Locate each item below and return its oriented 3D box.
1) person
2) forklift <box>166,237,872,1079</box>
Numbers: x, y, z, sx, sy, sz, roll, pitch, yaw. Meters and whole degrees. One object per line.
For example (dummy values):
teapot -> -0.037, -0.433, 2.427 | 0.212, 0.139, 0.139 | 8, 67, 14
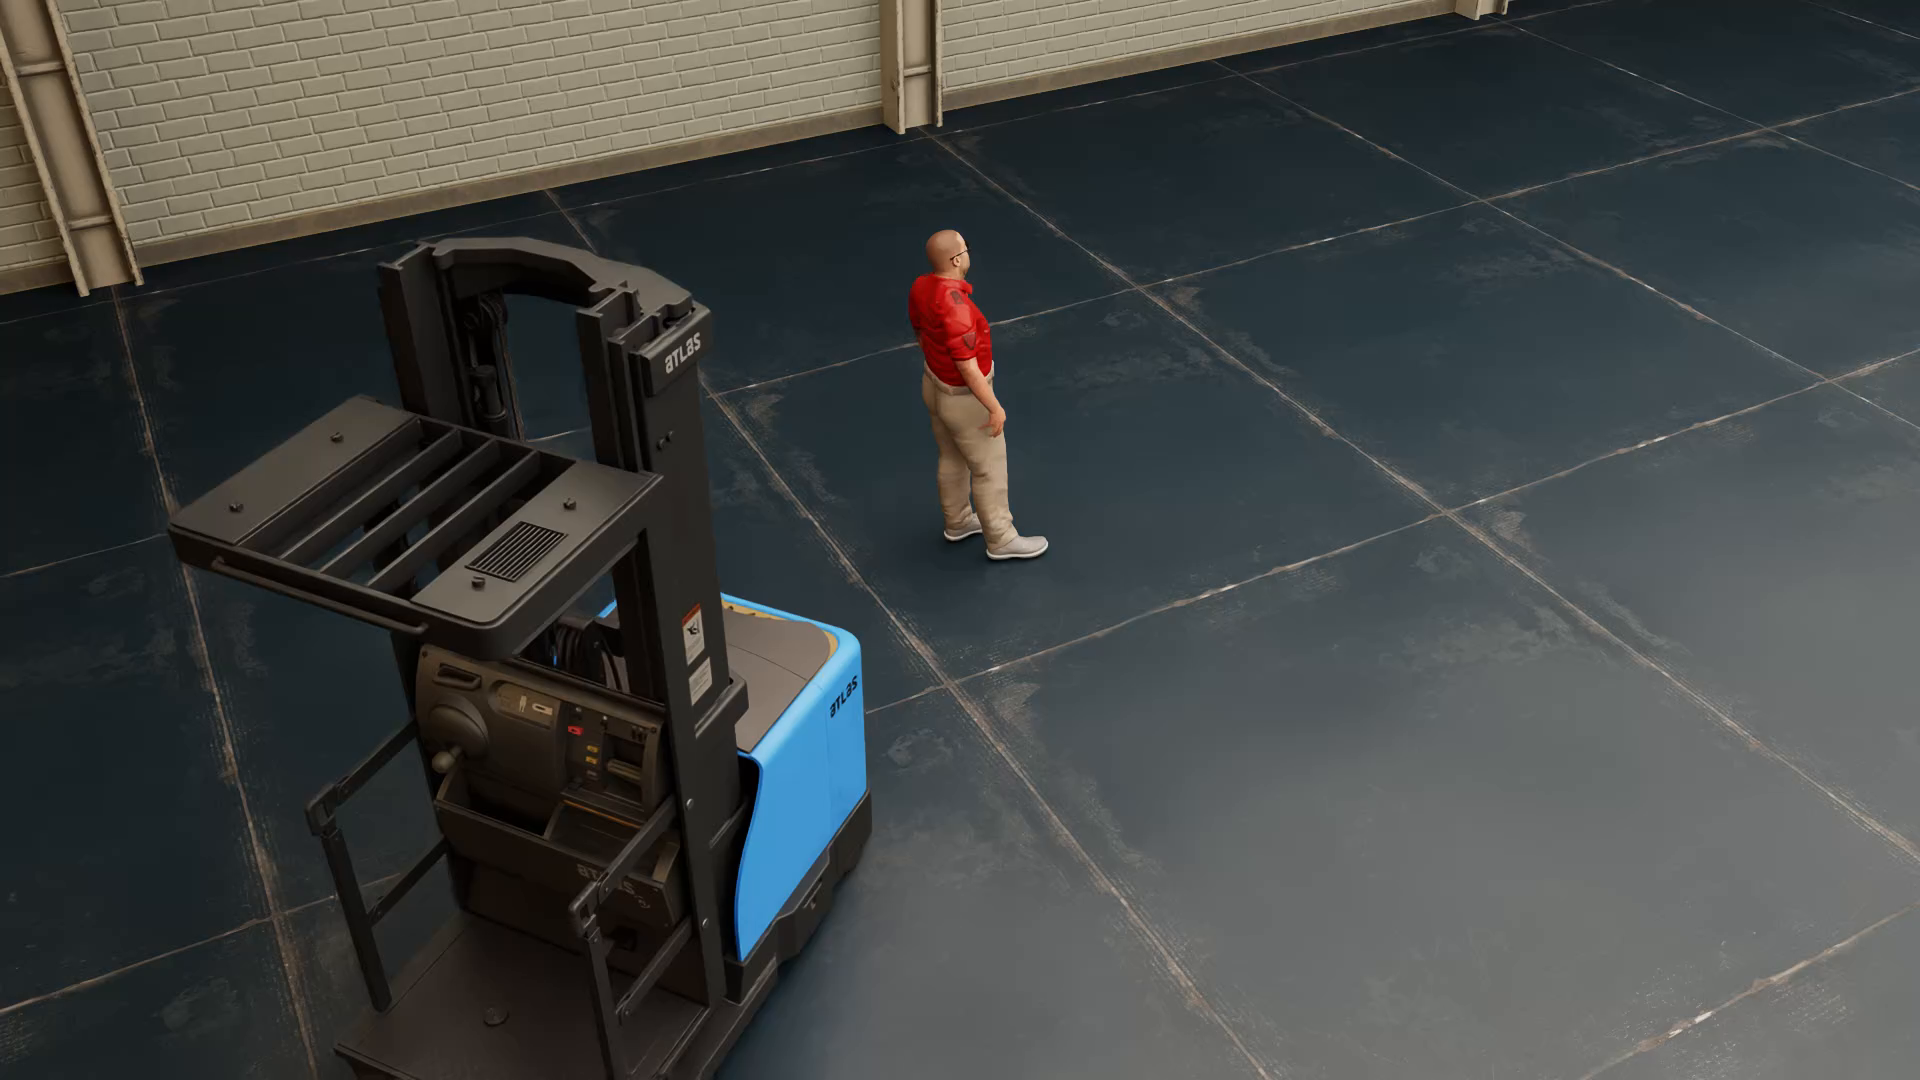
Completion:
person -> 0.085, -0.731, 8.185 | 0.550, 1.727, 0.642 | -17, 39, -23
forklift -> -1.439, 0.689, 5.149 | 1.130, 2.935, 3.031 | 15, 38, 20
